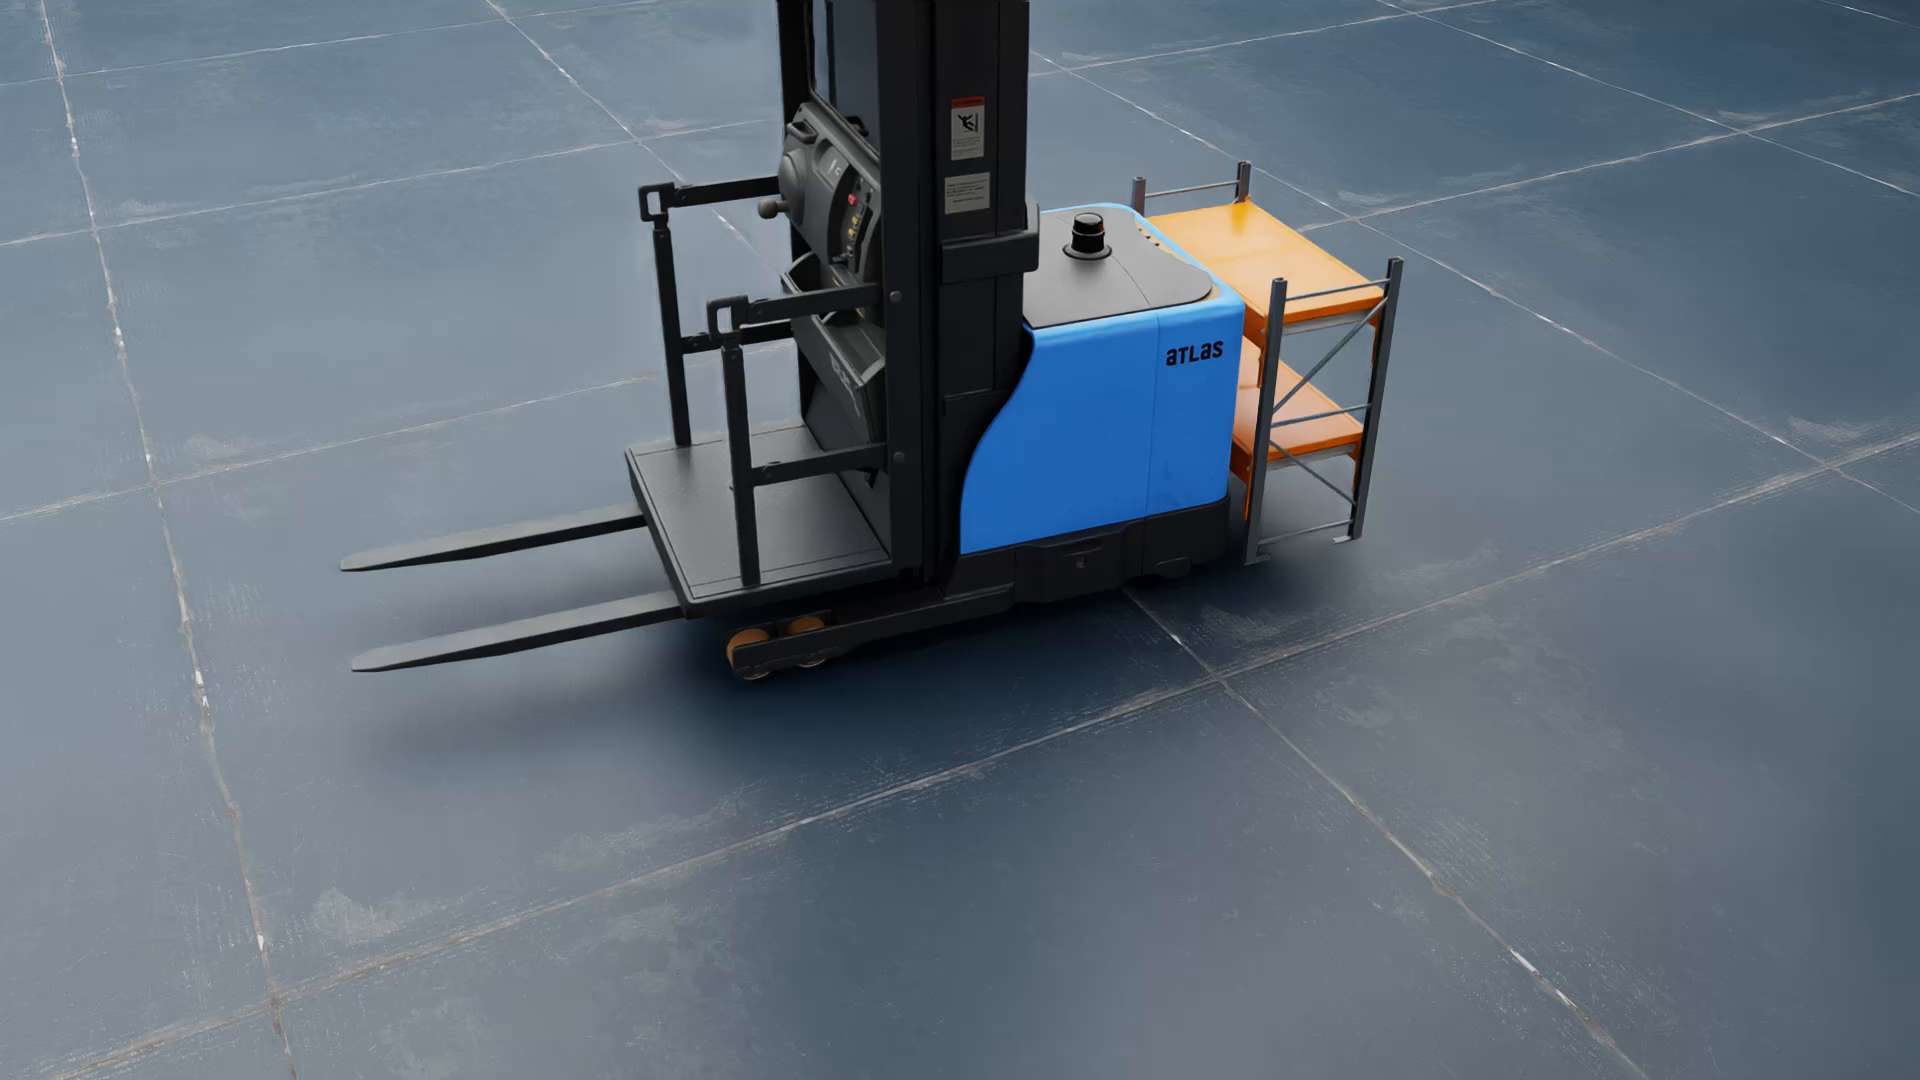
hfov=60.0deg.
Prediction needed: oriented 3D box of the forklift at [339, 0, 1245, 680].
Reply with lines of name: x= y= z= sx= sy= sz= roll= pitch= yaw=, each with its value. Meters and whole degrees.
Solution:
forklift: x=-0.602 y=-1.094 z=5.240 sx=3.031 sy=2.935 sz=1.130 roll=-12 pitch=34 yaw=-17

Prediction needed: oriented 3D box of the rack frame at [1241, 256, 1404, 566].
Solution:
rack frame: x=1.273 y=-0.437 z=5.890 sx=0.500 sy=1.125 sz=0.032 roll=-12 pitch=35 yaw=-18

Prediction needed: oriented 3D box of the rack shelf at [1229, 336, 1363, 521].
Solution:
rack shelf: x=1.083 y=-0.486 z=6.418 sx=0.538 sy=0.278 sz=1.000 roll=-12 pitch=35 yaw=-18

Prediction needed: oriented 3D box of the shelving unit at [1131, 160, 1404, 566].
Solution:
shelving unit: x=1.083 y=-0.691 z=6.287 sx=0.538 sy=1.125 sz=1.048 roll=-12 pitch=35 yaw=-18

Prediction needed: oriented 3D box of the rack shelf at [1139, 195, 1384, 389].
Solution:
rack shelf: x=1.083 y=-0.938 z=6.129 sx=0.538 sy=0.278 sz=1.000 roll=-12 pitch=35 yaw=-18

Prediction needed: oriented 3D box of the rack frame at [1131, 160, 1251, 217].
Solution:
rack frame: x=0.892 y=-0.946 z=6.683 sx=0.500 sy=1.125 sz=0.032 roll=-12 pitch=35 yaw=-18
